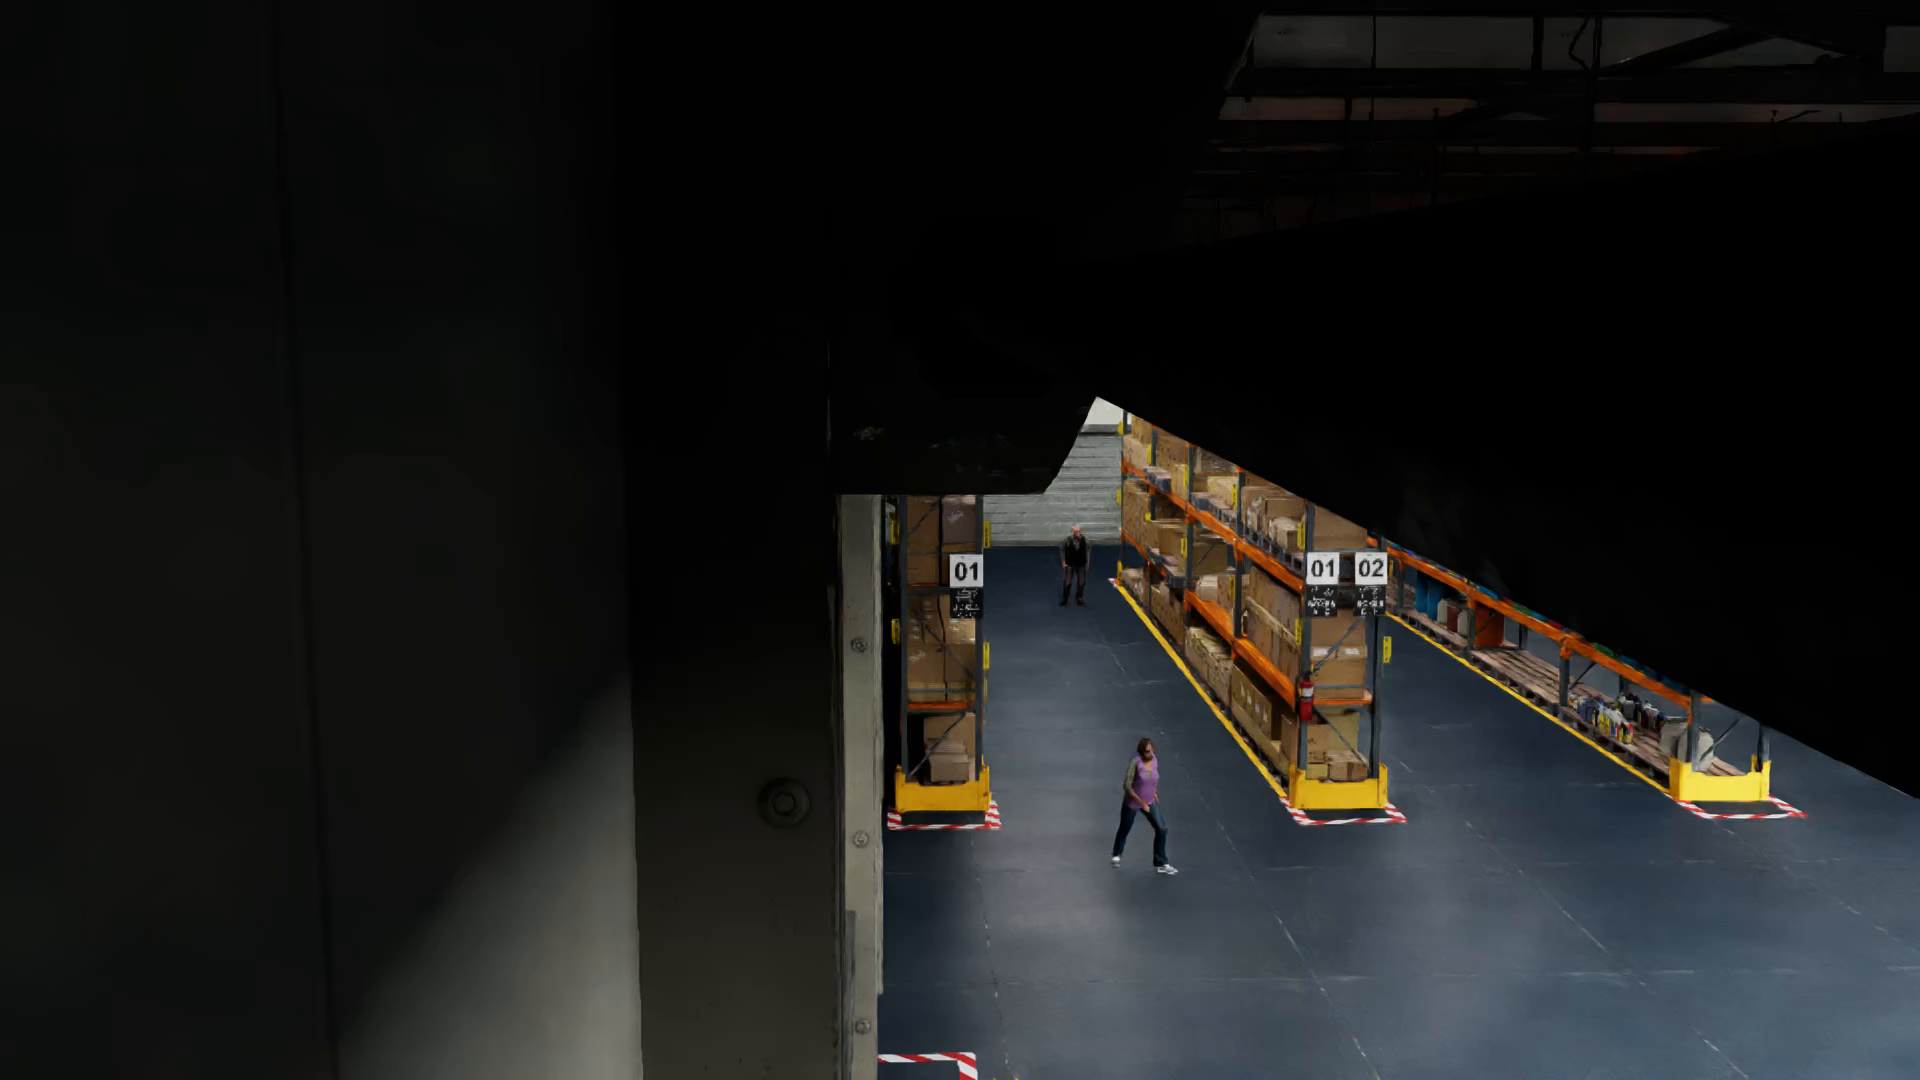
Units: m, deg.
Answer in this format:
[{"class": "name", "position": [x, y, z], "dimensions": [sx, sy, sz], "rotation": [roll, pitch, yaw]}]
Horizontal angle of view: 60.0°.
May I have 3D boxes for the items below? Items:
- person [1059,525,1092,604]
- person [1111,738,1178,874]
[{"class": "person", "position": [2.354, 0.502, 34.021], "dimensions": [0.677, 1.674, 0.534], "rotation": [-1, 8, -4]}, {"class": "person", "position": [1.993, 2.886, 18.278], "dimensions": [0.566, 1.531, 0.767], "rotation": [-3, 9, -22]}]
